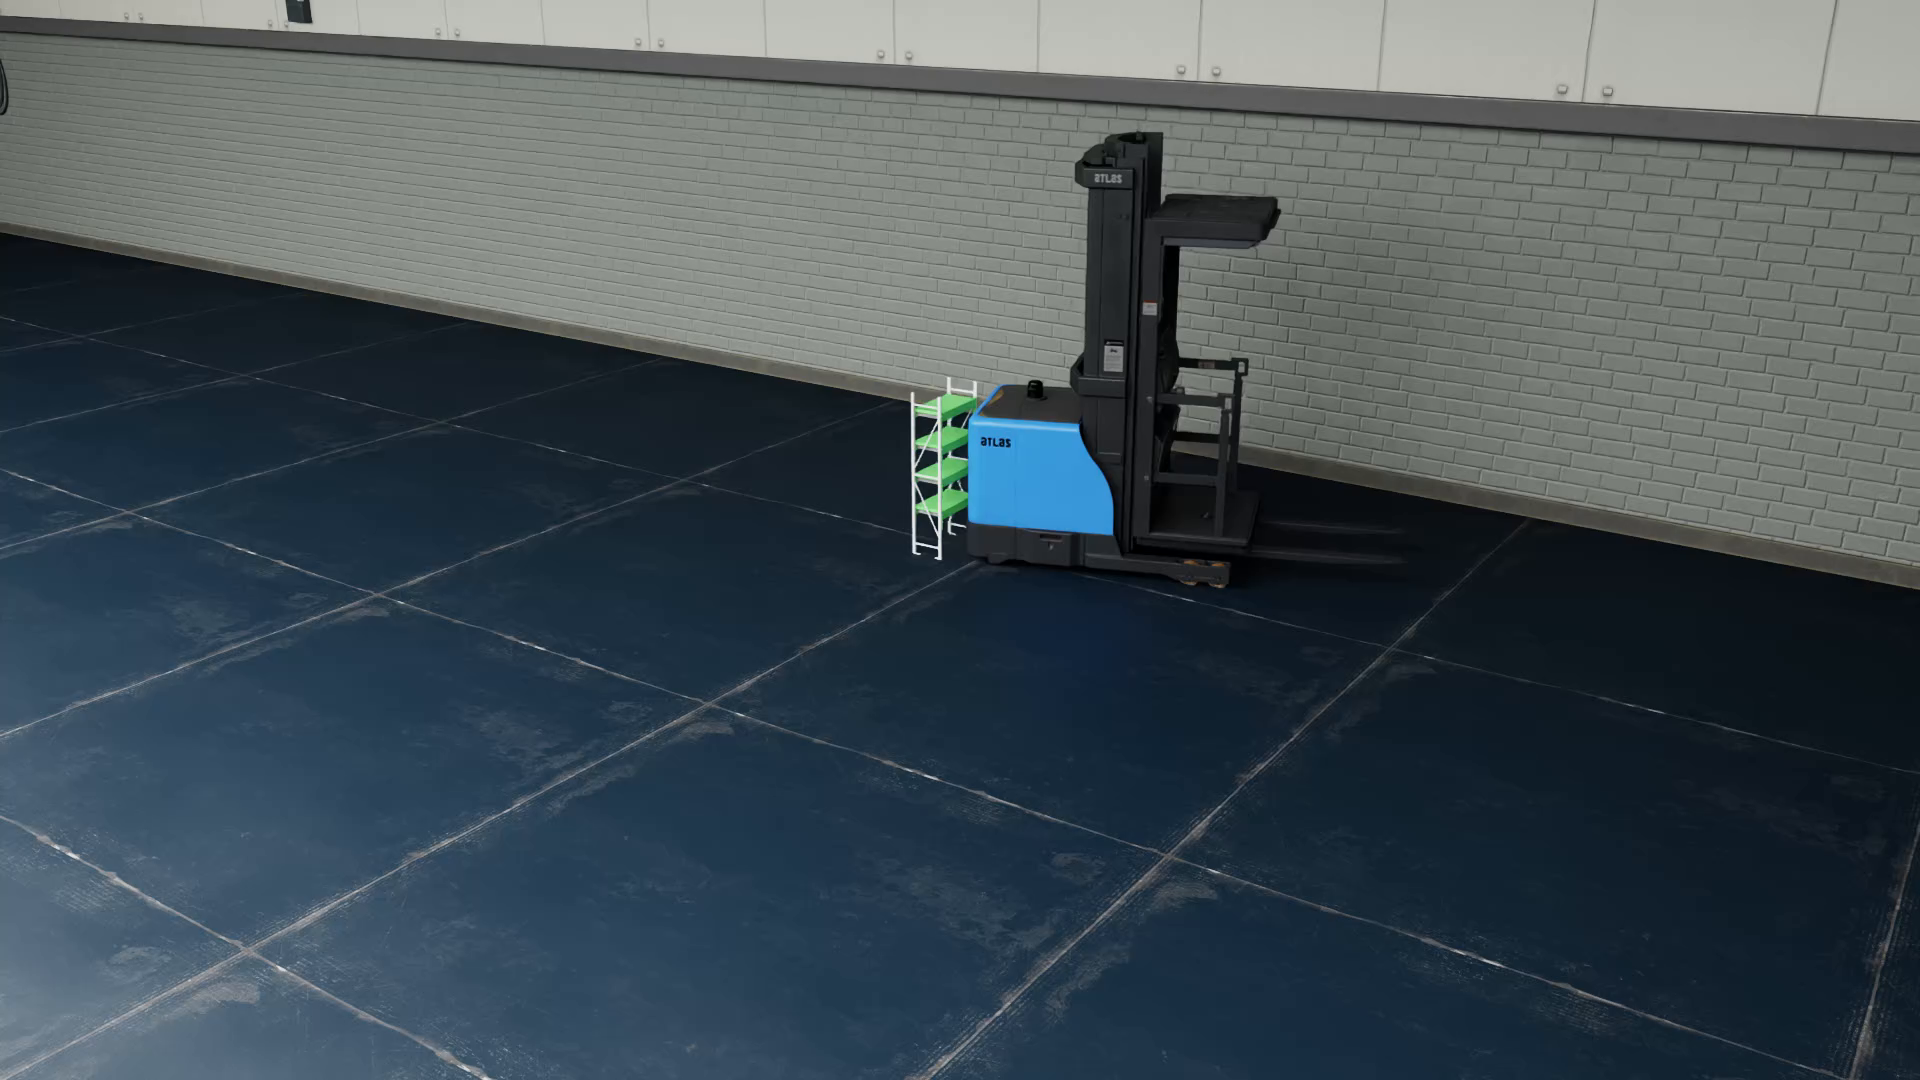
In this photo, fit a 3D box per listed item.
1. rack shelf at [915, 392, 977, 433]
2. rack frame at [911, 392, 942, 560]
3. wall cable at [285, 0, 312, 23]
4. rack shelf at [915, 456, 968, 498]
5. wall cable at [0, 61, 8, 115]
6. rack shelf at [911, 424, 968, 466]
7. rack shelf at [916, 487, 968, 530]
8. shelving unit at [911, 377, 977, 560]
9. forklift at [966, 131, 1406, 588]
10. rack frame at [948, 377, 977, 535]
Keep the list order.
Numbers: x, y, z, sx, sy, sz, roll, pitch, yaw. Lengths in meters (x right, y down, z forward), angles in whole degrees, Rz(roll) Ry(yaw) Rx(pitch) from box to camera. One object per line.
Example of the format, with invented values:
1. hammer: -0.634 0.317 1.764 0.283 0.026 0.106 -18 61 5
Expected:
1. rack shelf: -0.109 -0.906 11.786 0.258 0.148 0.480 12 23 29
2. rack frame: -0.235 -0.444 11.735 0.240 1.200 0.015 12 23 29
3. wall cable: -6.822 -8.611 17.670 2.305 6.003 0.169 13 24 32
4. rack shelf: -0.109 -0.456 11.953 0.258 0.148 0.480 12 23 29
5. wall cable: -14.664 -7.415 23.816 3.097 2.526 0.112 13 24 32
6. rack shelf: -0.109 -0.681 11.870 0.258 0.148 0.480 12 23 29
7. rack shelf: -0.109 -0.231 12.036 0.258 0.148 0.480 12 23 29
8. shelving unit: -0.109 -0.516 11.931 0.258 1.200 0.503 12 23 29
9. forklift: 1.617 -1.250 11.421 3.031 2.935 1.130 5 21 13
10. rack frame: 0.017 -0.589 12.127 0.240 1.200 0.015 12 23 29
